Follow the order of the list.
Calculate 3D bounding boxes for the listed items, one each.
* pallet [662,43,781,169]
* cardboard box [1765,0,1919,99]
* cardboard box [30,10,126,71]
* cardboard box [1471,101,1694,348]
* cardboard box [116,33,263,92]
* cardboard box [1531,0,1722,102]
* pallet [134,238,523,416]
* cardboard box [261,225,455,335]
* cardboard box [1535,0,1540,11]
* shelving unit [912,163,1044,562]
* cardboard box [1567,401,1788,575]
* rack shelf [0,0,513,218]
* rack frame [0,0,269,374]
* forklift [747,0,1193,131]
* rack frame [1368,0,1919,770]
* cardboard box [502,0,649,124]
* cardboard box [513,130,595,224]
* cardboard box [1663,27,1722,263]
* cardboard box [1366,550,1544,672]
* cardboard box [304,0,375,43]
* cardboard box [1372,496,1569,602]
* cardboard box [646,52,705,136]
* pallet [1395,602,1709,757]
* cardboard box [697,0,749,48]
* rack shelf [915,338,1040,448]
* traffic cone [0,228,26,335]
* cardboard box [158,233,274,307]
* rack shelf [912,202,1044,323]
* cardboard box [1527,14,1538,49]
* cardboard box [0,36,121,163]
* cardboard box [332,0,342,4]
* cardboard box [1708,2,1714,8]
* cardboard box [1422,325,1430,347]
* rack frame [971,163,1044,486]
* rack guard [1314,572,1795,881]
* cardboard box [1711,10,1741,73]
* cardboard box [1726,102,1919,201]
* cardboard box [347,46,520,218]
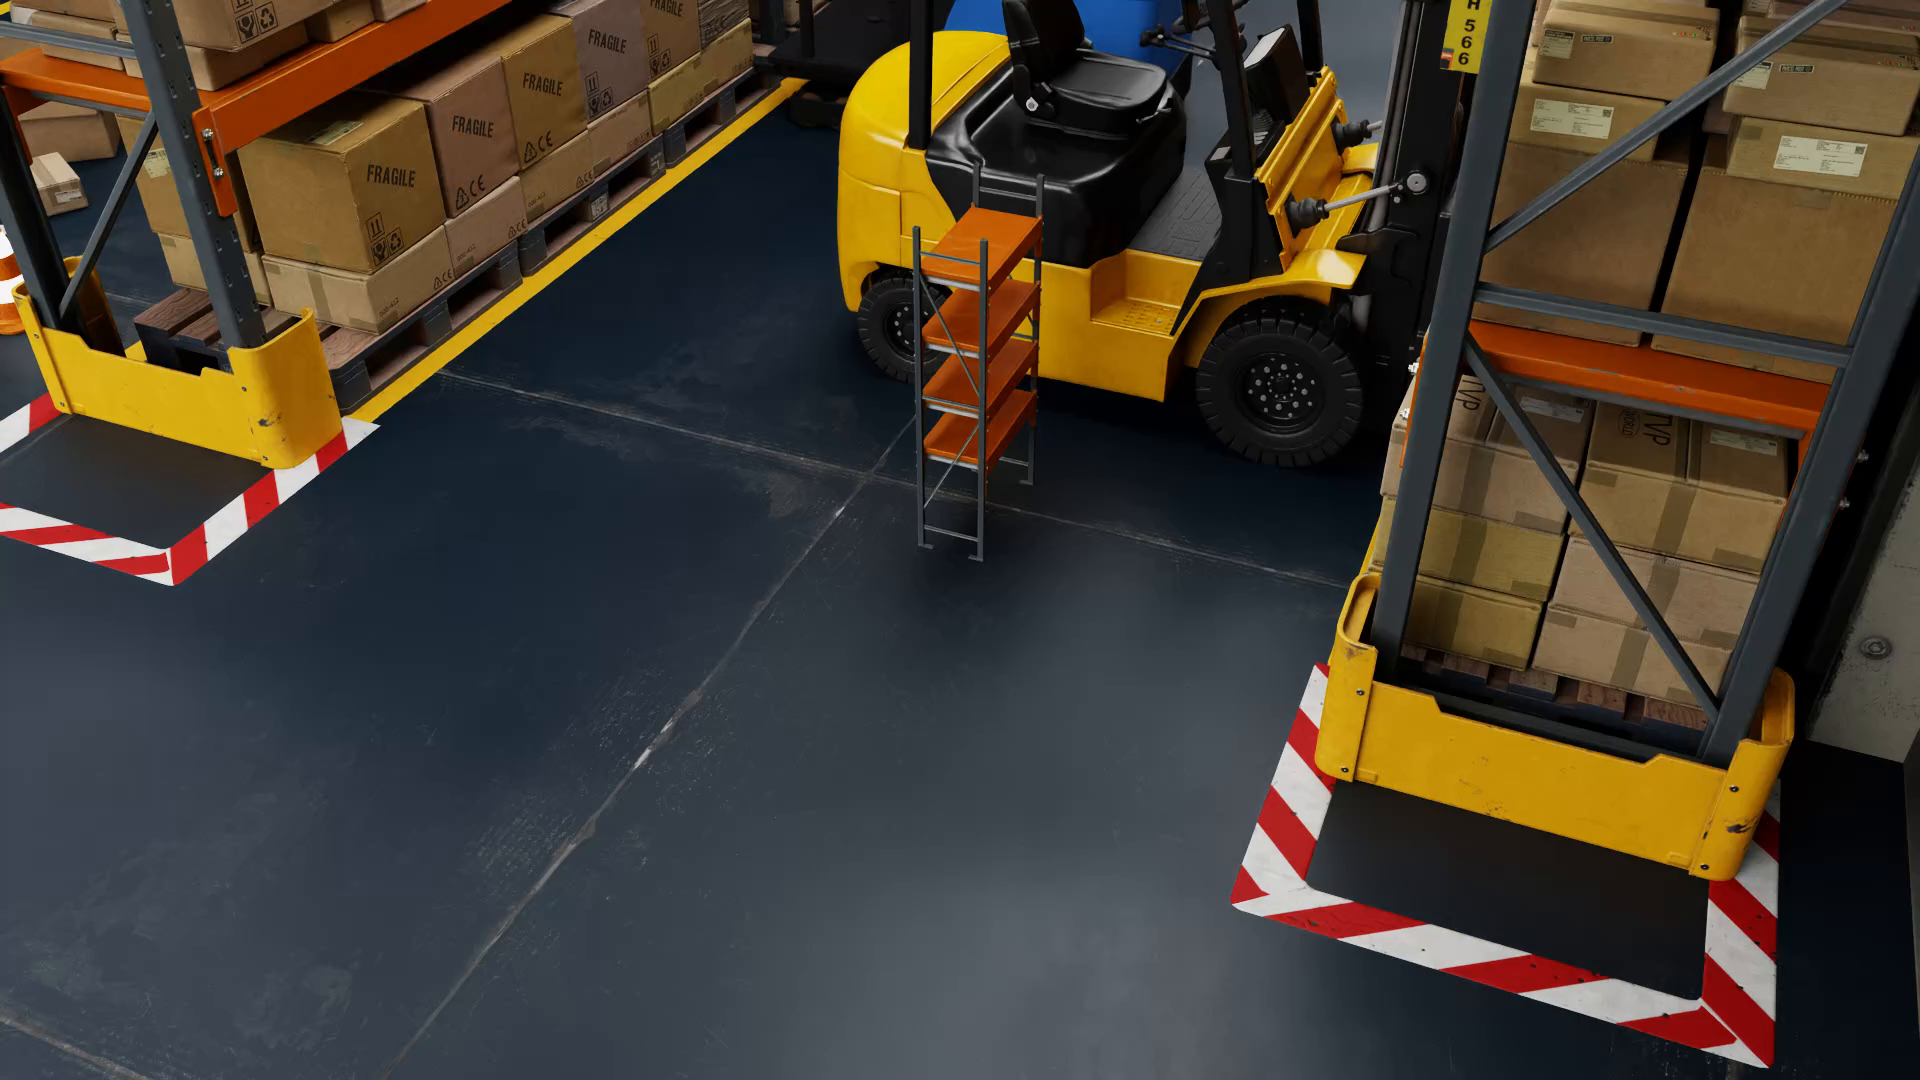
[{"bbox_3d":[-1.657,-2.351,8.720,1.003,0.211,1.213,14,39,18],"label":"pallet"},{"bbox_3d":[2.120,-1.194,3.969,0.380,0.149,0.250,15,39,19],"label":"cardboard box"},{"bbox_3d":[-3.012,-1.789,5.848,0.380,0.149,0.250,15,39,19],"label":"cardboard box"},{"bbox_3d":[1.580,-0.877,4.335,0.500,0.500,0.500,13,39,17],"label":"cardboard box"},{"bbox_3d":[-2.635,-1.674,5.694,0.380,0.149,0.250,14,39,18],"label":"cardboard box"},{"bbox_3d":[1.577,-1.170,3.937,0.380,0.149,0.250,14,39,18],"label":"cardboard box"},{"bbox_3d":[-2.585,-1.001,6.912,1.003,0.211,1.213,14,39,18],"label":"pallet"},{"bbox_3d":[-2.393,-1.084,6.641,0.500,0.250,0.500,14,39,17],"label":"cardboard box"},{"bbox_3d":[1.717,-1.465,4.331,0.380,0.149,0.250,15,39,19],"label":"cardboard box"},{"bbox_3d":[0.063,-0.572,5.513,0.258,1.200,0.503,14,39,18],"label":"shelving unit"},{"bbox_3d":[1.994,-0.195,4.617,0.500,0.250,0.500,13,39,17],"label":"cardboard box"},{"bbox_3d":[-2.195,-2.453,7.127,1.077,0.370,4.000,14,39,18],"label":"rack shelf"},{"bbox_3d":[-2.956,-1.634,5.430,1.000,3.000,0.127,14,39,18],"label":"rack frame"},{"bbox_3d":[-0.354,-3.559,8.064,3.031,2.935,1.130,12,38,15],"label":"forklift"},{"bbox_3d":[1.636,-0.505,3.920,1.000,3.000,0.127,14,39,18],"label":"rack frame"},{"bbox_3d":[-1.796,-2.262,7.590,0.500,0.500,0.500,16,40,20],"label":"cardboard box"},{"bbox_3d":[-1.996,-1.670,7.425,0.500,0.250,0.500,16,40,21],"label":"cardboard box"},{"bbox_3d":[2.259,-1.050,4.565,0.500,0.500,0.500,15,39,19],"label":"cardboard box"},{"bbox_3d":[1.522,0.096,5.062,0.500,0.250,0.500,14,39,18],"label":"cardboard box"},{"bbox_3d":[-2.376,-1.945,6.057,0.380,0.149,0.250,13,39,16],"label":"cardboard box"},{"bbox_3d":[1.532,-0.113,4.924,0.500,0.250,0.500,13,39,17],"label":"cardboard box"},{"bbox_3d":[-1.604,-2.229,8.173,0.500,0.250,0.500,13,39,17],"label":"cardboard box"},{"bbox_3d":[1.888,0.179,5.334,1.003,0.211,1.213,14,39,18],"label":"pallet"},{"bbox_3d":[-1.411,-2.827,8.346,0.500,0.500,0.500,13,39,17],"label":"cardboard box"},{"bbox_3d":[0.063,-0.518,5.554,0.258,0.148,0.480,14,39,18],"label":"rack shelf"},{"bbox_3d":[-3.985,-1.149,6.901,0.336,0.463,0.334,14,39,18],"label":"traffic cone"},{"bbox_3d":[-2.888,-1.223,6.826,0.500,0.250,0.500,14,39,18],"label":"cardboard box"},{"bbox_3d":[0.063,-0.887,5.278,0.258,0.148,0.480,14,39,18],"label":"rack shelf"},{"bbox_3d":[1.578,-1.209,4.237,0.380,0.149,0.250,14,39,18],"label":"cardboard box"},{"bbox_3d":[-4.629,-2.183,8.250,0.797,0.503,0.637,-11,38,-14],"label":"cardboard box"},{"bbox_3d":[-2.325,-2.279,5.962,0.500,0.500,0.500,15,39,19],"label":"cardboard box"},{"bbox_3d":[1.981,-1.446,5.096,0.500,0.500,0.500,13,39,17],"label":"cardboard box"},{"bbox_3d":[1.711,-0.582,5.134,0.500,0.250,0.500,15,39,19],"label":"cardboard box"},{"bbox_3d":[0.156,-0.707,5.694,0.240,1.200,0.015,14,39,18],"label":"rack frame"},{"bbox_3d":[1.627,0.510,4.651,1.175,0.500,0.348,14,39,18],"label":"rack guard"},{"bbox_3d":[2.142,-1.224,4.256,0.380,0.149,0.250,13,39,17],"label":"cardboard box"},{"bbox_3d":[2.005,-0.934,3.868,0.380,0.149,0.250,13,39,17],"label":"cardboard box"},{"bbox_3d":[-2.190,-1.688,6.823,0.500,0.500,0.500,12,39,16],"label":"cardboard box"}]
